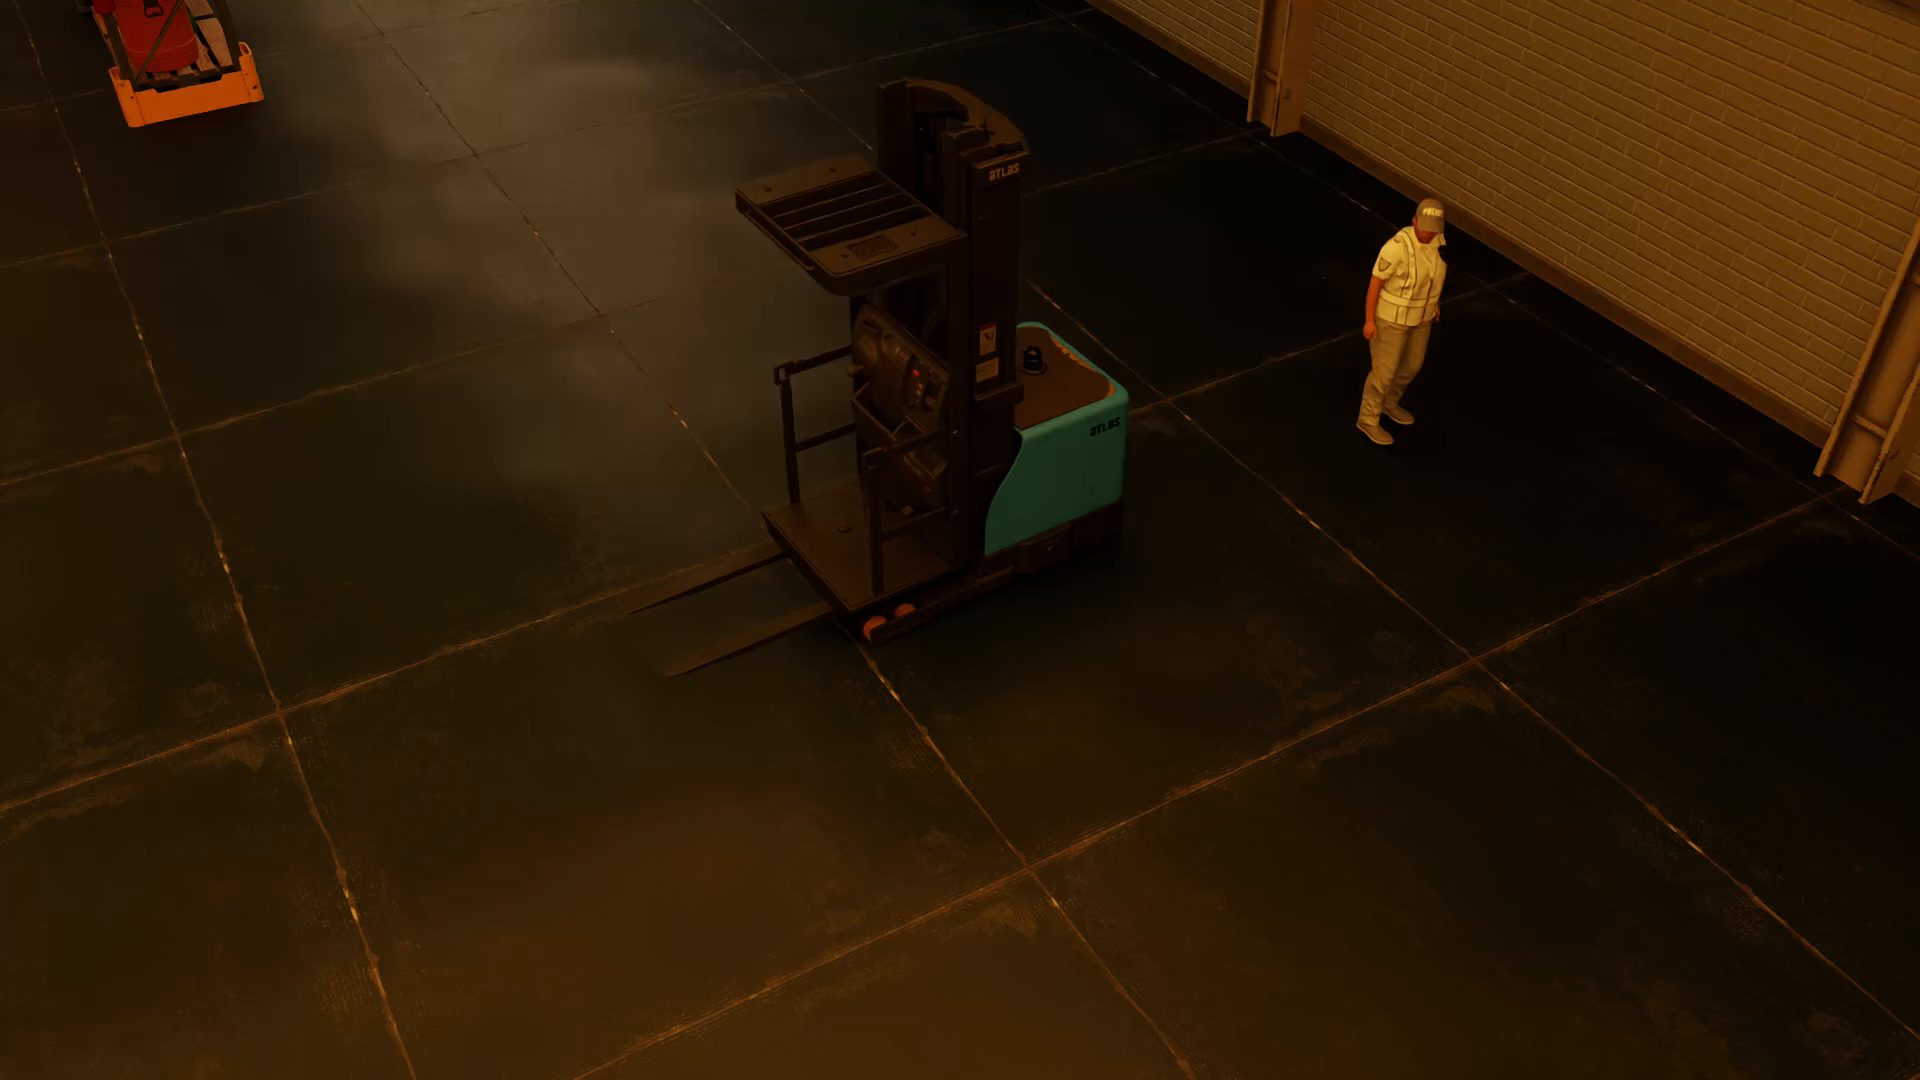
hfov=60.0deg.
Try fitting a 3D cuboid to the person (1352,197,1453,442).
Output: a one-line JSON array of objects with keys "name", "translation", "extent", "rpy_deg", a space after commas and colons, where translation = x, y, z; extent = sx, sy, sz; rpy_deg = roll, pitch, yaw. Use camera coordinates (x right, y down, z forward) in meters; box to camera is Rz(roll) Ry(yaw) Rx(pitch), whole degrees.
[{"name": "person", "translation": [2.853, -1.439, 10.705], "extent": [0.479, 1.669, 0.389], "rpy_deg": [-22, 45, -25]}]

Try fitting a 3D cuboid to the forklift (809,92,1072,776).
[{"name": "forklift", "translation": [-0.112, -0.736, 8.924], "extent": [1.130, 2.935, 3.031], "rpy_deg": [8, 40, 9]}]
